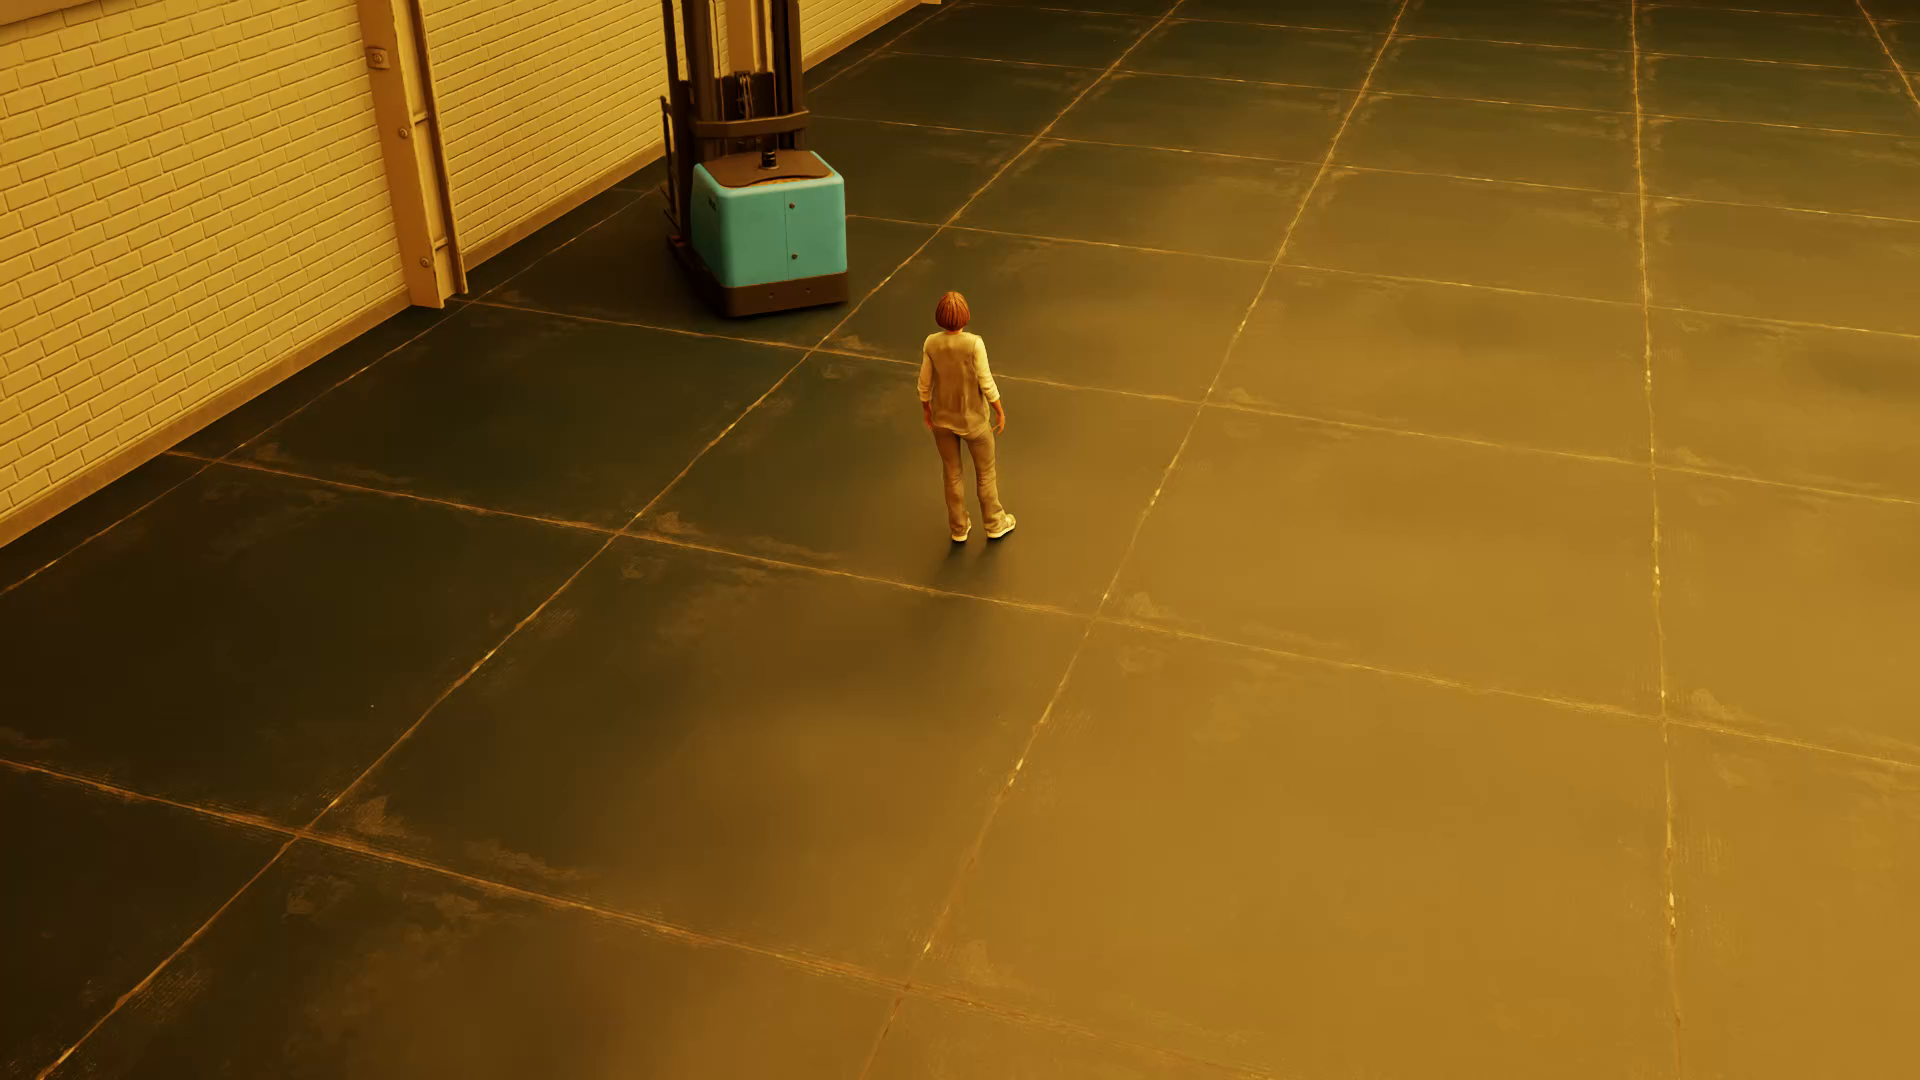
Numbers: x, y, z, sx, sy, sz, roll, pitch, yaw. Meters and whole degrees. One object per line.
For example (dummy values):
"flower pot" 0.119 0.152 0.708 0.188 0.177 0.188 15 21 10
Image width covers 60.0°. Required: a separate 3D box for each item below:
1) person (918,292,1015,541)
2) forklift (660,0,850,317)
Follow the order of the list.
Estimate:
"person" 0.037 -0.732 9.753 0.520 1.597 0.475 10 31 16
"forklift" -1.902 -3.736 13.690 1.130 2.935 3.031 -11 32 -19
